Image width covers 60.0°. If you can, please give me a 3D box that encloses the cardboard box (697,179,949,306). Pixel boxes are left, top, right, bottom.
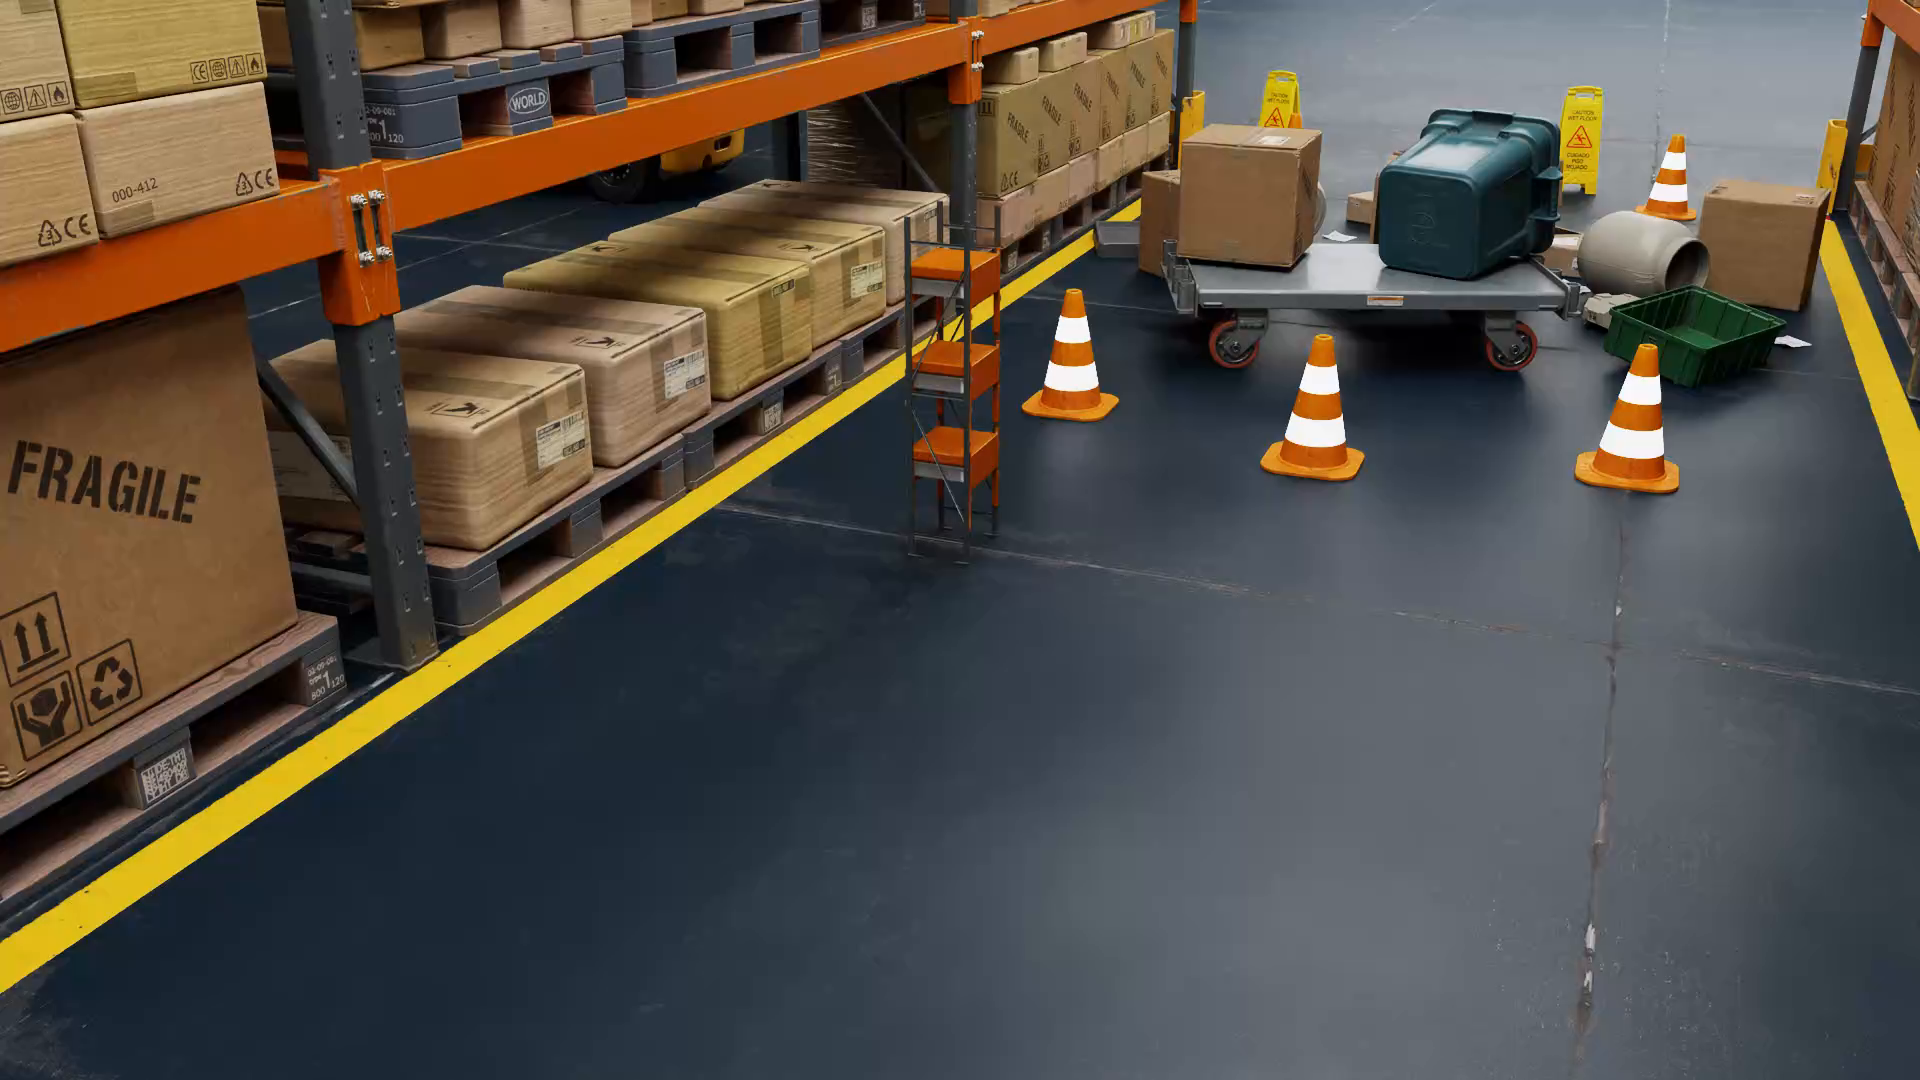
[{"bbox_3d":[-0.600,-1.344,7.441,0.950,0.372,0.625,9,24,21],"label":"cardboard box"}]

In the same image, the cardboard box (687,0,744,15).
[{"bbox_3d":[-0.954,-1.859,5.589,0.380,0.149,0.250,10,25,22],"label":"cardboard box"}]

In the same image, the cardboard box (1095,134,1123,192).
[{"bbox_3d":[0.639,-2.207,9.666,0.500,0.250,0.500,8,24,18],"label":"cardboard box"}]

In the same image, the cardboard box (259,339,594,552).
[{"bbox_3d":[-1.674,-0.302,4.945,0.950,0.372,0.625,7,24,16],"label":"cardboard box"}]

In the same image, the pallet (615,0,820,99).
[{"bbox_3d":[-1.196,-1.745,5.786,1.003,0.211,1.213,9,24,20],"label":"pallet"}]

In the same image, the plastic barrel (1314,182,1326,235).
[{"bbox_3d":[1.717,-1.838,9.101,0.421,0.421,0.512,-12,25,-26],"label":"plastic barrel"}]

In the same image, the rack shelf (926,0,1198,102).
[{"bbox_3d":[0.336,-2.935,9.318,1.077,0.370,4.000,9,24,20],"label":"rack shelf"}]

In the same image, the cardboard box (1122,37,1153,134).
[{"bbox_3d":[0.832,-2.742,9.973,0.500,0.500,0.500,10,25,22],"label":"cardboard box"}]

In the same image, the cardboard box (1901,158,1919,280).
[{"bbox_3d":[4.856,-1.630,7.473,0.875,0.875,0.875,9,24,20],"label":"cardboard box"}]

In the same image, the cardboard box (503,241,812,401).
[{"bbox_3d":[-1.120,-0.838,6.228,0.950,0.372,0.625,10,25,22],"label":"cardboard box"}]

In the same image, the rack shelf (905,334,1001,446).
[{"bbox_3d":[-0.020,-0.456,5.006,0.215,0.259,0.240,9,24,20],"label":"rack shelf"}]

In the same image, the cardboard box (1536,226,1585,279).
[{"bbox_3d":[3.155,-1.496,8.487,0.396,0.266,0.258,13,26,29],"label":"cardboard box"}]

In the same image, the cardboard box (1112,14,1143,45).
[{"bbox_3d":[0.853,-2.998,9.745,0.380,0.149,0.250,9,24,21],"label":"cardboard box"}]

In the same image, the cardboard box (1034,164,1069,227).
[{"bbox_3d":[0.250,-1.841,8.789,0.500,0.250,0.500,10,25,23],"label":"cardboard box"}]

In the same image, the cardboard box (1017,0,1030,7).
[{"bbox_3d":[0.124,-2.699,8.146,0.380,0.149,0.250,9,24,20],"label":"cardboard box"}]

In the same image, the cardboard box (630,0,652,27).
[{"bbox_3d":[-1.181,-1.668,5.132,0.380,0.149,0.250,10,25,23],"label":"cardboard box"}]

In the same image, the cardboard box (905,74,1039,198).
[{"bbox_3d":[0.063,-1.995,8.183,0.500,0.500,0.500,10,25,23],"label":"cardboard box"}]

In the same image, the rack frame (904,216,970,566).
[{"bbox_3d":[-0.065,-0.422,4.897,0.200,1.050,0.008,9,24,20],"label":"rack frame"}]

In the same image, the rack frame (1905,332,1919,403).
[{"bbox_3d":[4.226,-1.879,5.856,1.000,3.000,0.127,9,24,20],"label":"rack frame"}]

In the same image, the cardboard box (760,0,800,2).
[{"bbox_3d":[-0.735,-2.042,6.029,0.380,0.149,0.250,9,24,20],"label":"cardboard box"}]

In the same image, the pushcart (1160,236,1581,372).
[{"bbox_3d":[1.728,-1.033,7.233,1.648,0.377,0.936,1,23,2],"label":"pushcart"}]

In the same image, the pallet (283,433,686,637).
[{"bbox_3d":[-1.602,-0.112,5.245,1.003,0.211,1.213,9,24,20],"label":"pallet"}]

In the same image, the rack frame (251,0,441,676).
[{"bbox_3d":[-1.893,-1.120,4.039,1.000,3.000,0.127,9,24,20],"label":"rack frame"}]

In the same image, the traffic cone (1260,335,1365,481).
[{"bbox_3d":[1.253,-0.489,5.821,0.336,0.463,0.334,9,24,20],"label":"traffic cone"}]

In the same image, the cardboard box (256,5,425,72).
[{"bbox_3d":[-1.600,-1.287,4.221,0.380,0.149,0.250,7,24,17],"label":"cardboard box"}]

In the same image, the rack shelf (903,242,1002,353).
[{"bbox_3d":[-0.020,-0.717,4.897,0.215,0.259,0.240,9,24,20],"label":"rack shelf"}]

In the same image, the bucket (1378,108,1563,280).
[{"bbox_3d":[2.136,-1.448,7.101,0.726,0.611,0.620,19,39,38],"label":"bucket"}]

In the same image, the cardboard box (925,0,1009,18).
[{"bbox_3d":[0.007,-2.502,7.674,0.380,0.149,0.250,9,24,20],"label":"cardboard box"}]

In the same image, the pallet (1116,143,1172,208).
[{"bbox_3d":[0.716,-2.383,10.681,1.003,0.211,1.213,9,24,20],"label":"pallet"}]

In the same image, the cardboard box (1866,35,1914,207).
[{"bbox_3d":[5.521,-2.271,9.008,0.875,0.875,0.875,9,24,20],"label":"cardboard box"}]

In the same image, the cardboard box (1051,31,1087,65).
[{"bbox_3d":[0.451,-2.611,8.817,0.380,0.149,0.250,10,25,23],"label":"cardboard box"}]

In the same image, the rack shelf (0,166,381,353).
[{"bbox_3d":[-2.636,-0.072,2.464,1.077,0.370,4.000,9,24,20],"label":"rack shelf"}]

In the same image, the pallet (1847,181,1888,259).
[{"bbox_3d":[5.487,-1.726,9.108,1.003,0.211,1.213,9,24,20],"label":"pallet"}]

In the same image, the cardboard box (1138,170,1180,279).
[{"bbox_3d":[1.254,-1.588,8.399,0.500,0.500,0.500,-12,25,-26],"label":"cardboard box"}]

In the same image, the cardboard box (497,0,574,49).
[{"bbox_3d":[-1.319,-1.475,4.670,0.380,0.149,0.250,7,24,17],"label":"cardboard box"}]

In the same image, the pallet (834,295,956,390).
[{"bbox_3d":[-0.695,-0.986,7.336,1.003,0.211,1.213,9,24,20],"label":"pallet"}]

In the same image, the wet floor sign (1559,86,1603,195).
[{"bbox_3d":[3.884,-2.518,10.440,0.267,0.644,0.232,5,23,11],"label":"wet floor sign"}]

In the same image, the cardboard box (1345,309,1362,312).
[{"bbox_3d":[1.888,-1.274,7.955,0.258,0.266,0.396,-7,24,-17],"label":"cardboard box"}]

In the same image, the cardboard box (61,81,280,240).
[{"bbox_3d":[-1.840,-0.832,3.546,0.500,0.250,0.500,8,24,18],"label":"cardboard box"}]

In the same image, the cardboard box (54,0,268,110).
[{"bbox_3d":[-1.837,-1.072,3.469,0.500,0.250,0.500,9,24,20],"label":"cardboard box"}]

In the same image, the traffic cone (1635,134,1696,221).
[{"bbox_3d":[4.196,-2.153,9.803,0.336,0.463,0.334,9,24,20],"label":"traffic cone"}]

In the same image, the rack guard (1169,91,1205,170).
[{"bbox_3d":[1.050,-2.802,11.309,1.175,0.500,0.348,9,24,20],"label":"rack guard"}]

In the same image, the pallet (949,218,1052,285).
[{"bbox_3d":[-0.191,-1.510,8.591,1.003,0.211,1.213,9,24,20],"label":"pallet"}]

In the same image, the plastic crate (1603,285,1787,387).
[{"bbox_3d":[3.074,-0.857,6.985,0.662,0.188,0.450,-17,38,-35],"label":"plastic crate"}]

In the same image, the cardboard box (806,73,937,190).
[{"bbox_3d":[-0.437,-2.072,8.369,0.500,0.500,0.500,8,24,19],"label":"cardboard box"}]

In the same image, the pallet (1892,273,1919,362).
[{"bbox_3d":[4.581,-0.853,7.018,1.003,0.211,1.213,9,24,20],"label":"pallet"}]

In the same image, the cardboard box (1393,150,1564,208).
[{"bbox_3d":[2.777,-1.840,9.001,0.797,0.503,0.637,-7,24,-17],"label":"cardboard box"}]

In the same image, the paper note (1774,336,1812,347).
[{"bbox_3d":[3.635,-0.879,7.314,0.147,0.020,0.142,-7,24,-17],"label":"paper note"}]

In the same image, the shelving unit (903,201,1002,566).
[{"bbox_3d":[-0.020,-0.465,5.002,0.215,1.050,0.252,9,24,20],"label":"shelving unit"}]

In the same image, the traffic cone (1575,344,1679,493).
[{"bbox_3d":[2.326,-0.444,5.713,0.336,0.463,0.334,9,24,20],"label":"traffic cone"}]

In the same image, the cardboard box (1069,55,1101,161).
[{"bbox_3d":[0.445,-2.373,9.090,0.500,0.500,0.500,10,25,23],"label":"cardboard box"}]

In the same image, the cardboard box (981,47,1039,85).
[{"bbox_3d":[0.165,-2.330,8.145,0.380,0.149,0.250,9,24,21],"label":"cardboard box"}]

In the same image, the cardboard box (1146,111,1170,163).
[{"bbox_3d":[1.019,-2.571,10.536,0.500,0.250,0.500,9,24,20],"label":"cardboard box"}]
